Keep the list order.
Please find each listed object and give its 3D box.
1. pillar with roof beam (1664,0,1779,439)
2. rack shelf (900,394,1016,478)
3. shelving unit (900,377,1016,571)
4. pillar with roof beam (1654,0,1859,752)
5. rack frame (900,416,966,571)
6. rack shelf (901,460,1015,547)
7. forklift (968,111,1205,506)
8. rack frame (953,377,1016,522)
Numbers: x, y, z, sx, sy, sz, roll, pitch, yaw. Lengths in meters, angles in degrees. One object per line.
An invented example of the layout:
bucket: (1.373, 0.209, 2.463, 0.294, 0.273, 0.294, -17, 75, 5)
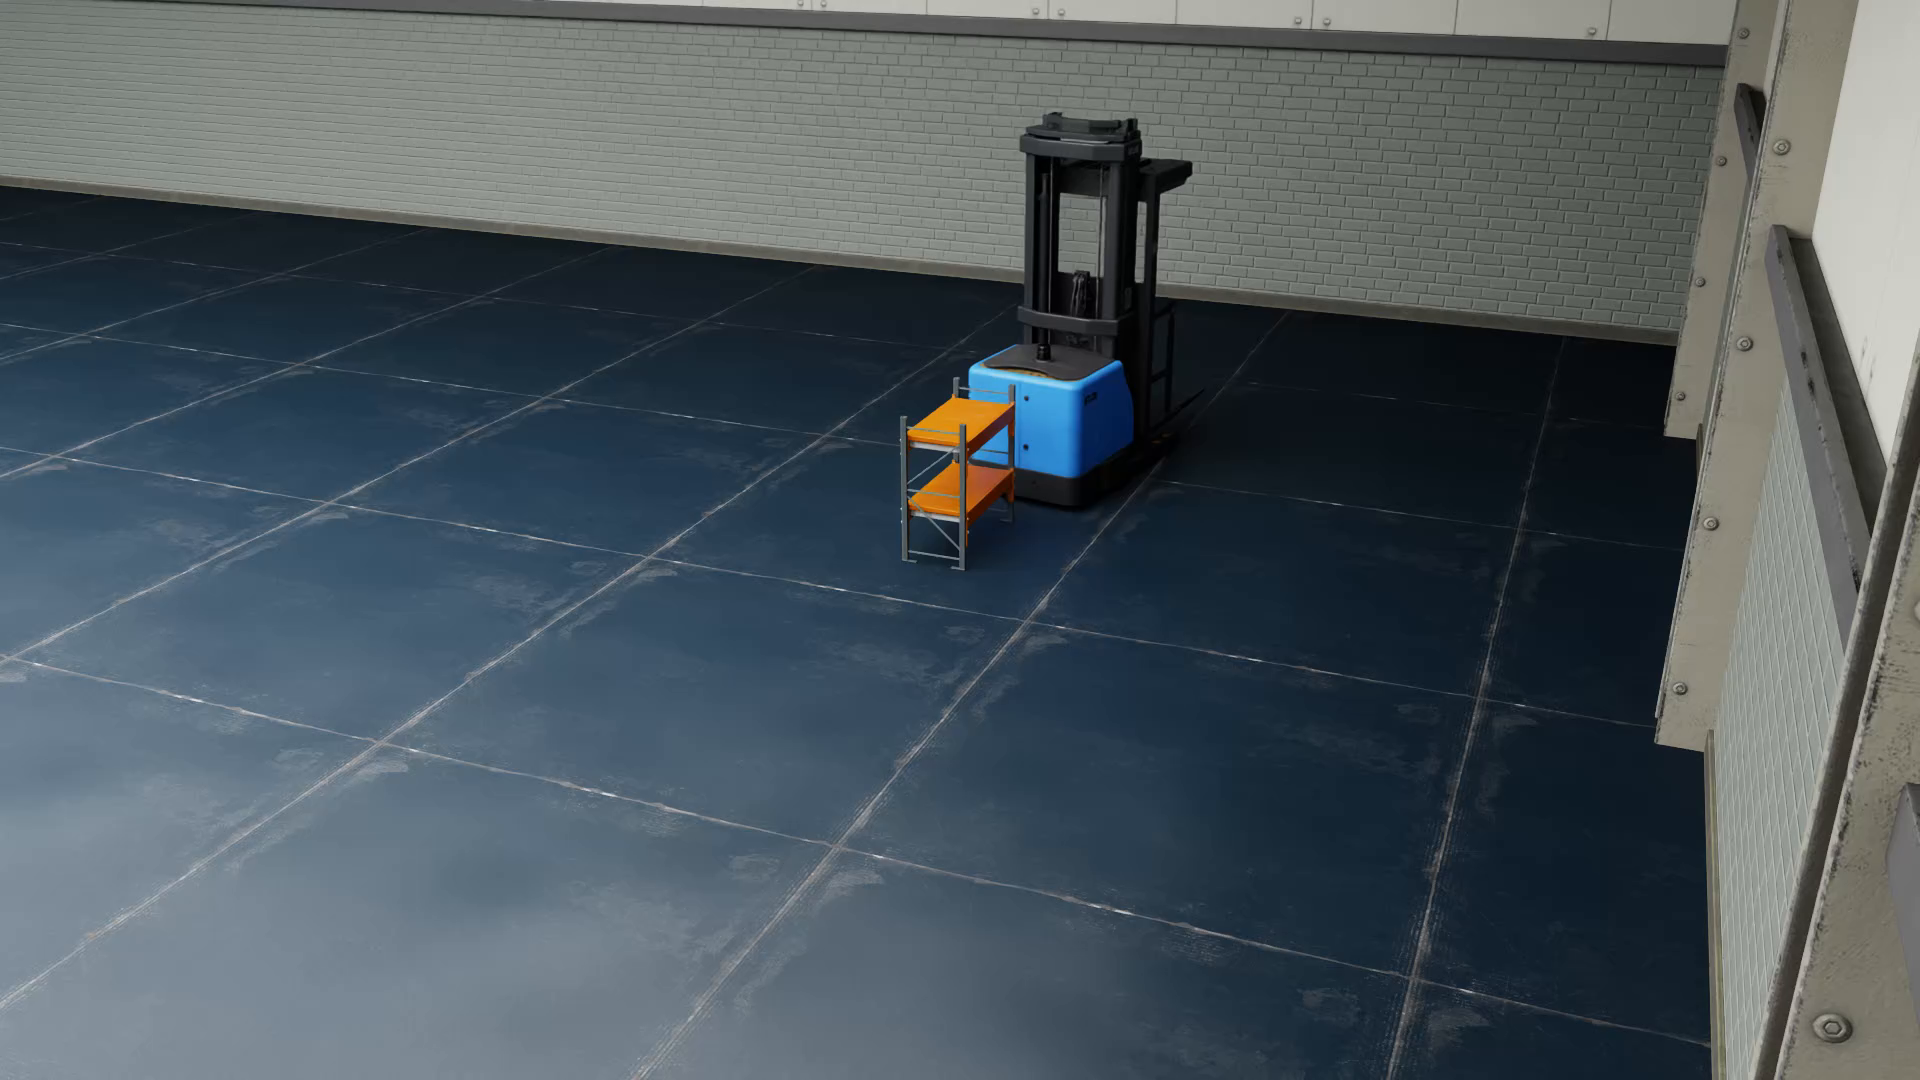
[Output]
pillar with roof beam: (2.568, -5.759, 14.862, 9.100, 9.000, 0.400, 9, 24, 20)
rack shelf: (-0.003, -0.787, 12.415, 0.538, 0.278, 1.000, 9, 24, 20)
shelving unit: (-0.003, -0.517, 12.527, 0.538, 1.125, 1.048, 9, 24, 20)
pillar with roof beam: (0.340, -3.612, 9.721, 9.100, 9.000, 0.400, 9, 24, 20)
rack frame: (-0.191, -0.335, 12.092, 0.500, 1.125, 0.032, 9, 24, 20)
rack shelf: (-0.003, -0.291, 12.622, 0.538, 0.278, 1.000, 9, 24, 20)
forklift: (1.242, -2.143, 14.077, 1.130, 2.935, 3.031, 13, 26, 28)
rack frame: (0.186, -0.699, 12.963, 0.500, 1.125, 0.032, 9, 24, 20)
